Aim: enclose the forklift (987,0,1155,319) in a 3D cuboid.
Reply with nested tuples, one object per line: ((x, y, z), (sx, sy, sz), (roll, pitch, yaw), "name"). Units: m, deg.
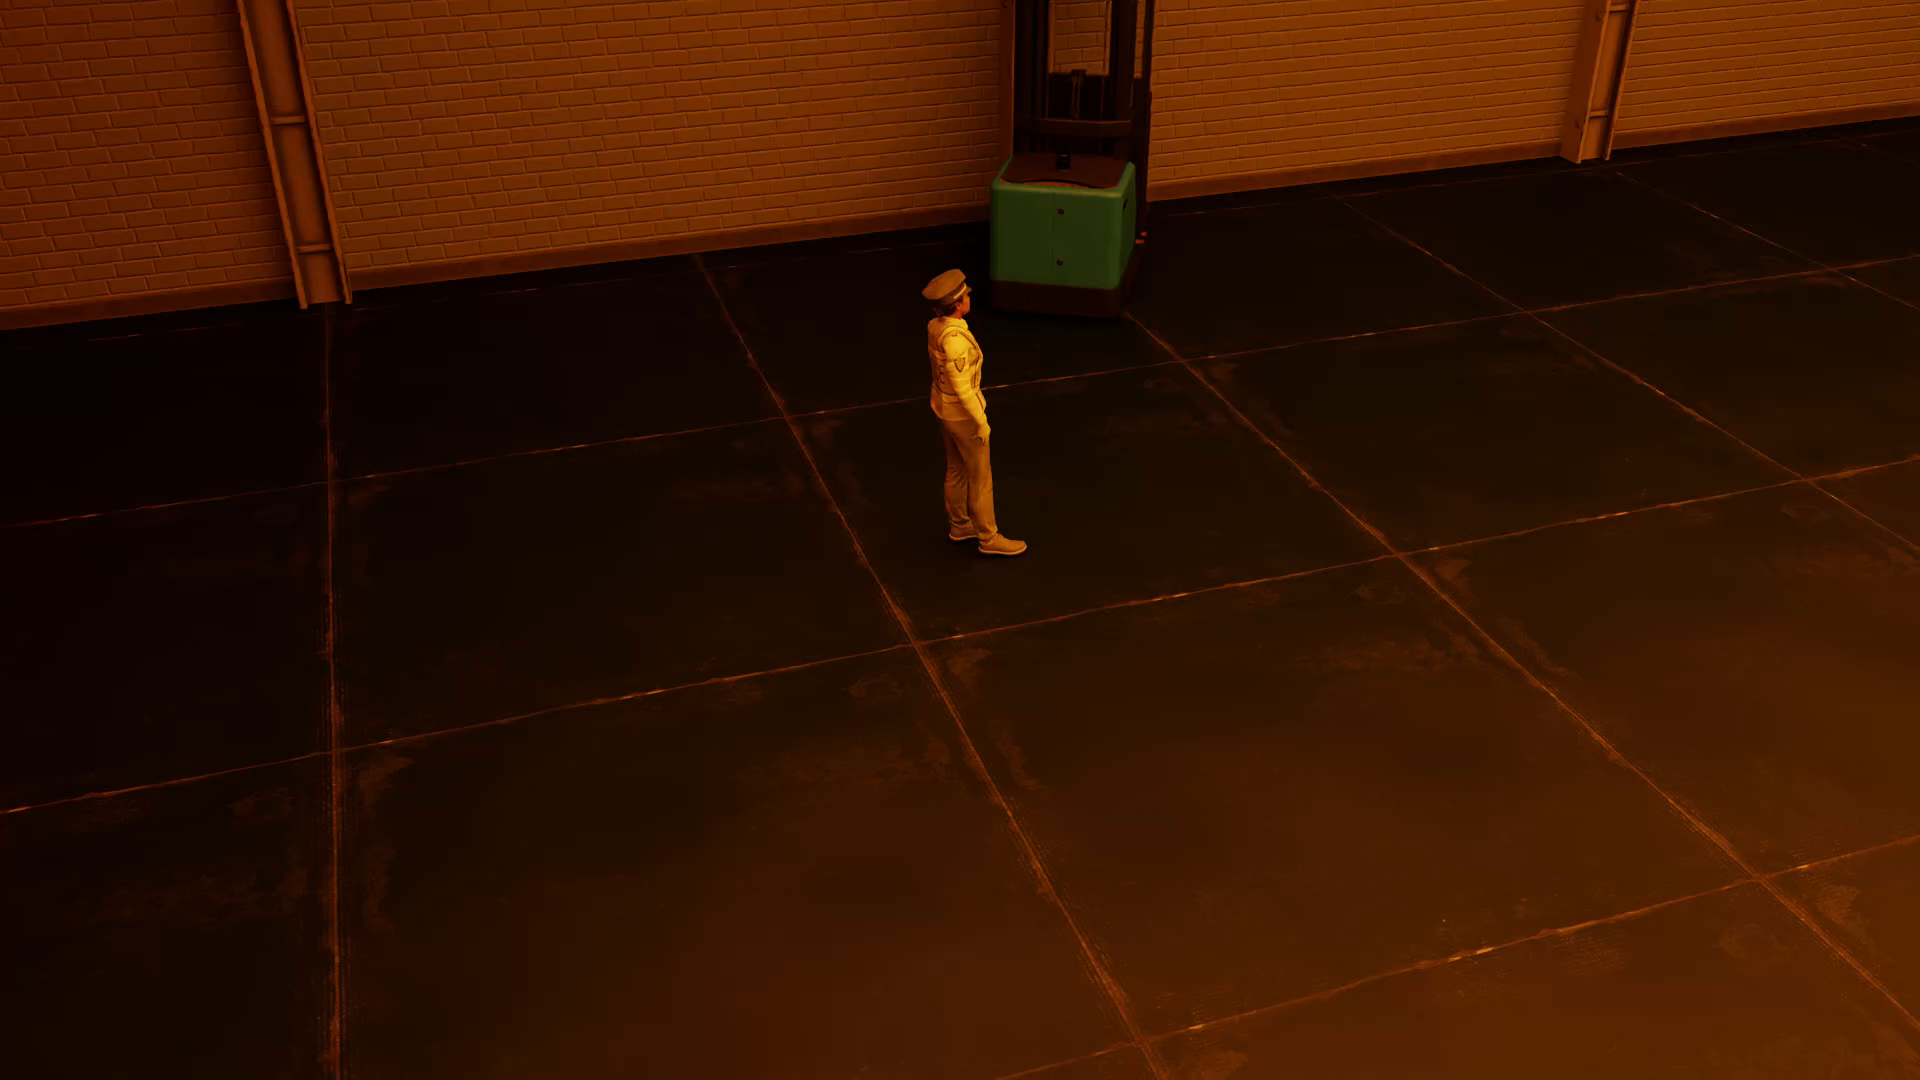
((1.026, -3.702, 13.521), (1.130, 2.935, 3.031), (6, 30, 11), "forklift")

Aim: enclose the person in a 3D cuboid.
((0.067, -0.748, 9.613), (0.531, 1.695, 0.588), (-10, 31, -16), "person")
